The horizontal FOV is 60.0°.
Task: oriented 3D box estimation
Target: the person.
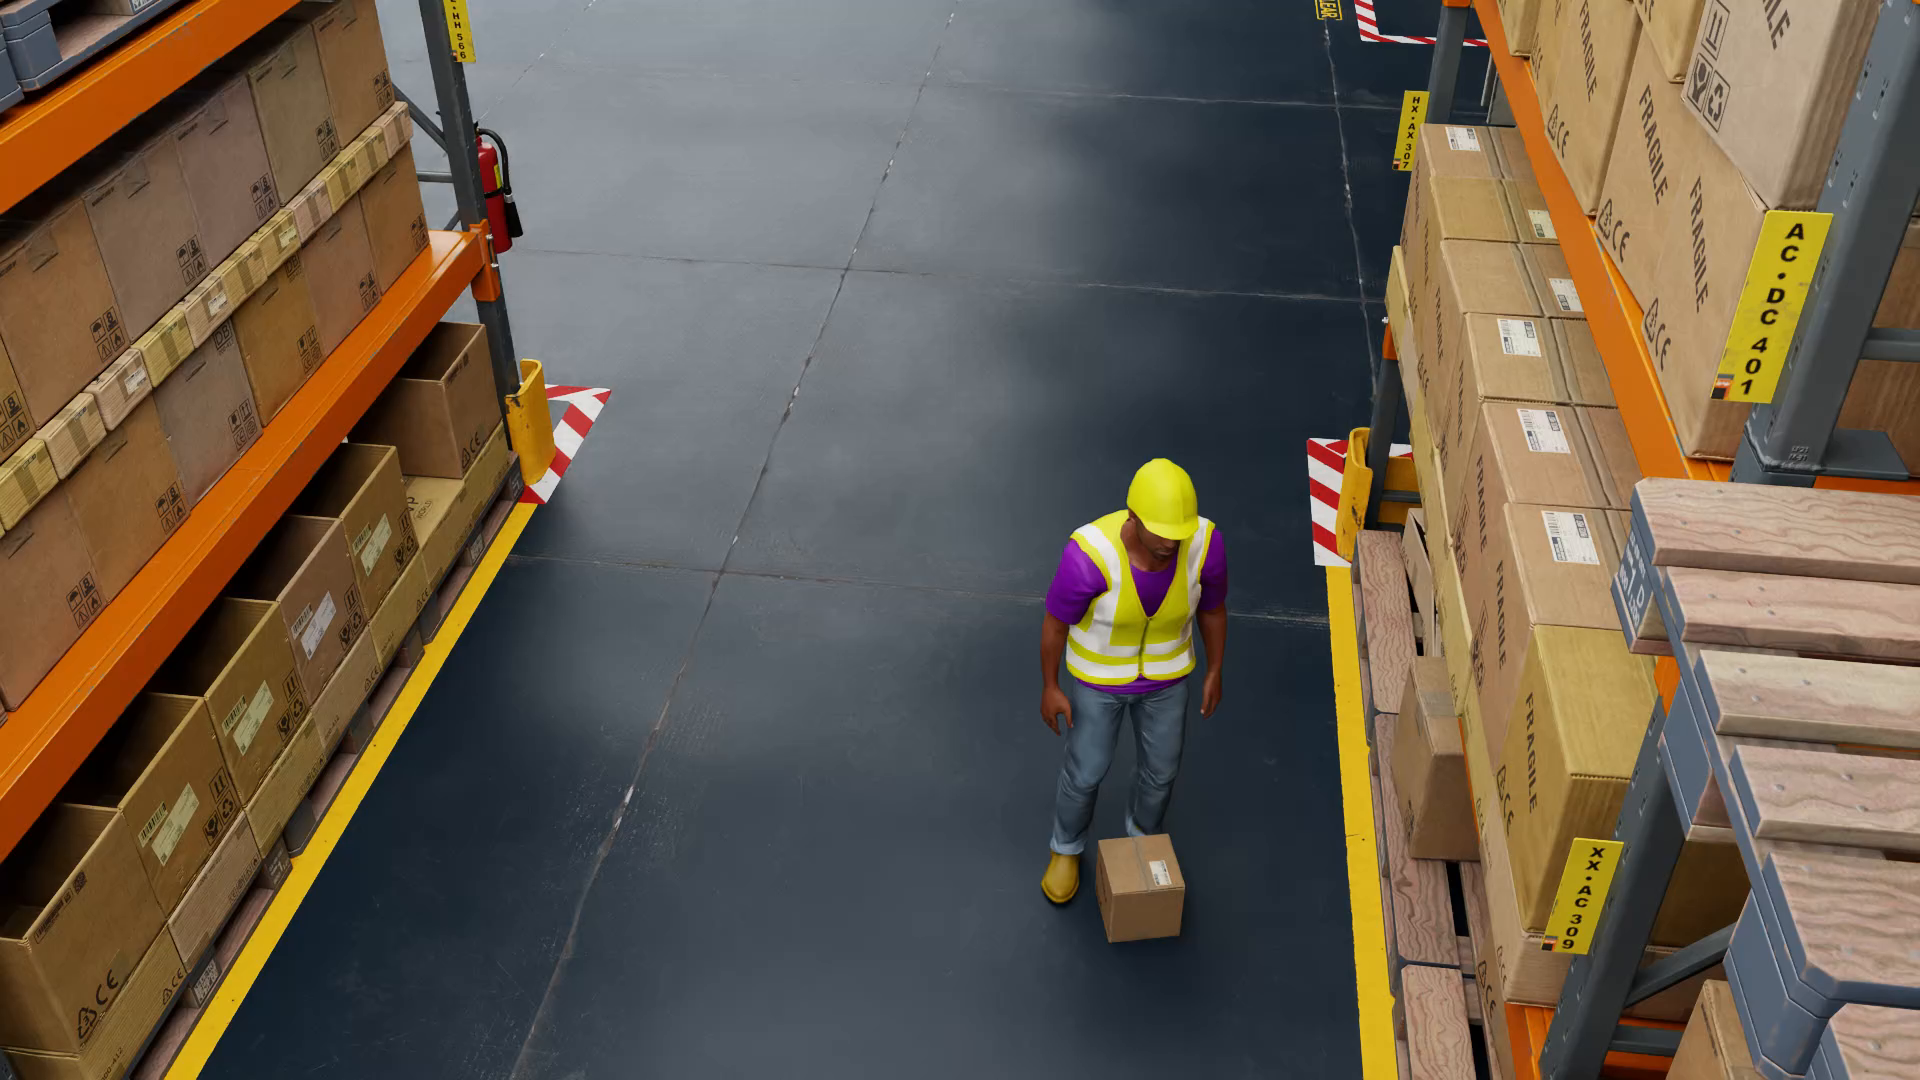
[{"bbox_3d":[0.573,0.461,5.497,0.632,1.759,0.462,-5,36,-7],"label":"person"}]
